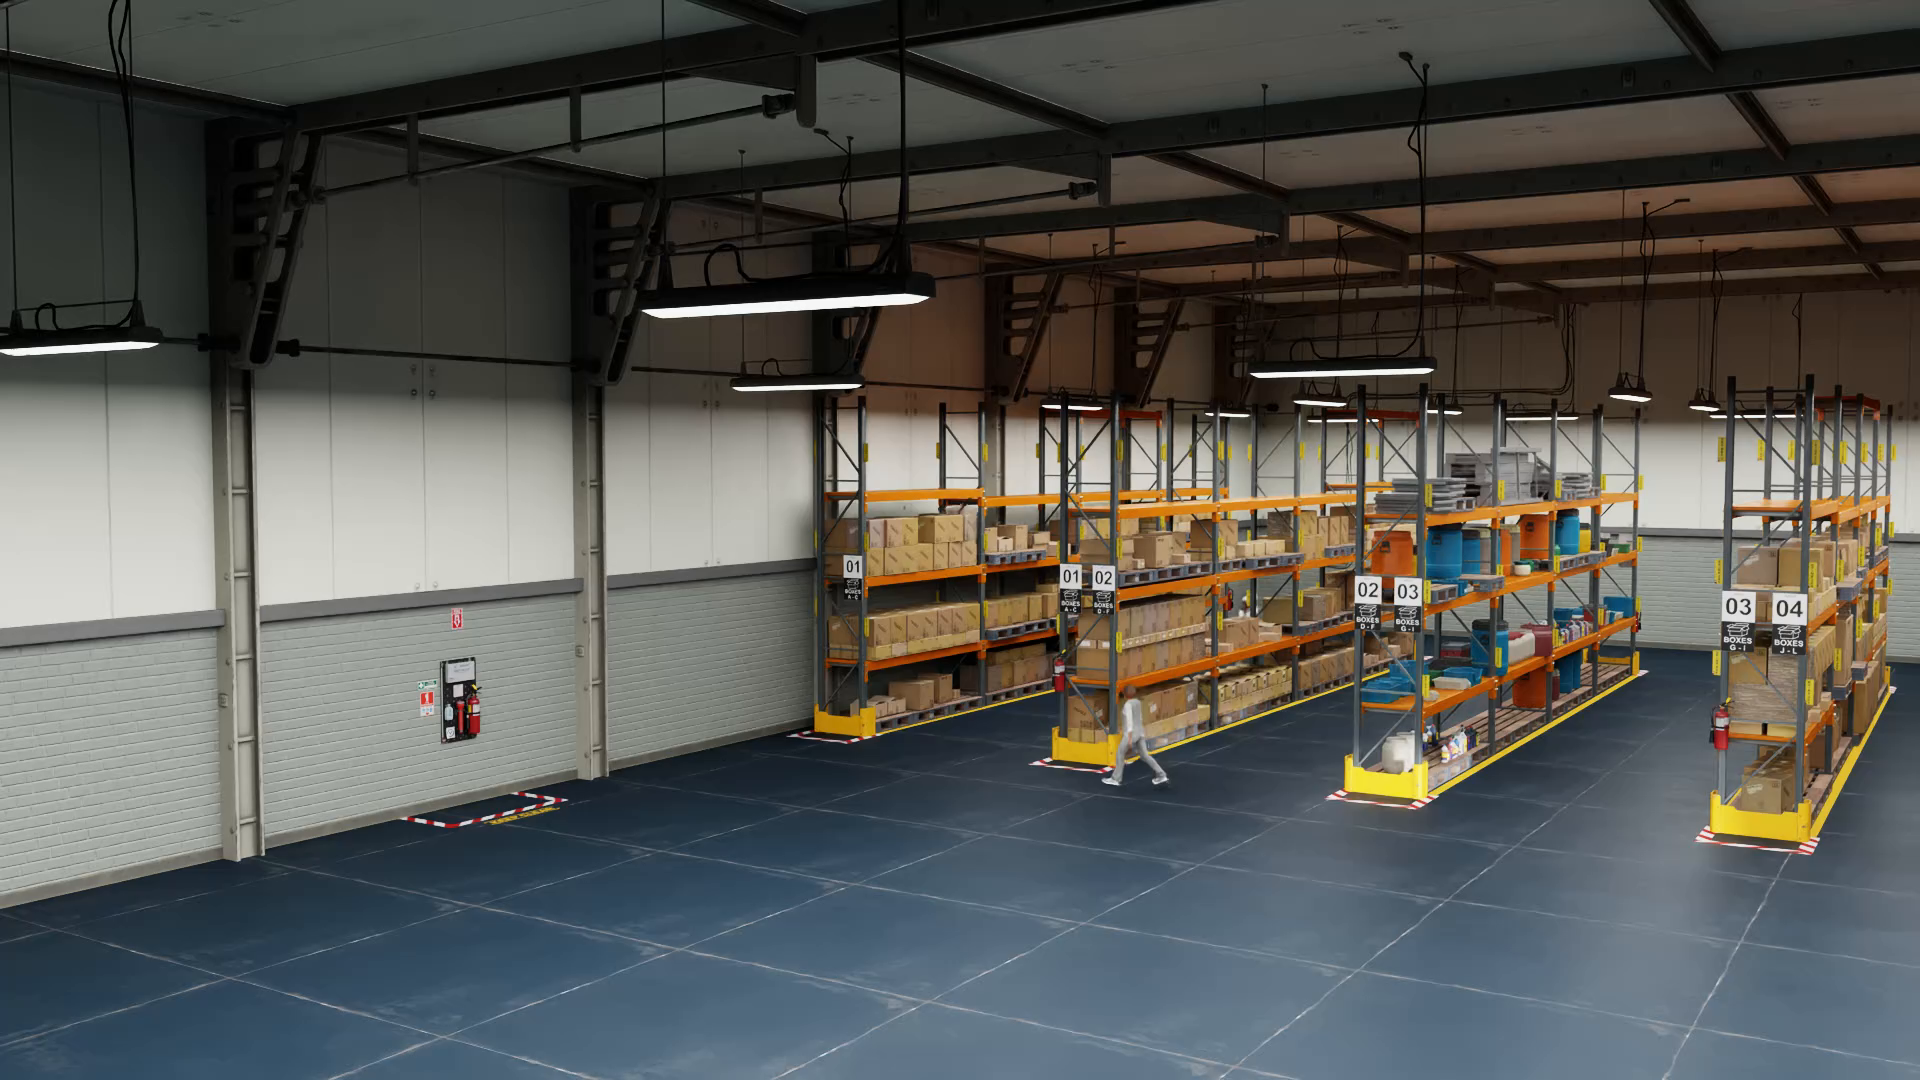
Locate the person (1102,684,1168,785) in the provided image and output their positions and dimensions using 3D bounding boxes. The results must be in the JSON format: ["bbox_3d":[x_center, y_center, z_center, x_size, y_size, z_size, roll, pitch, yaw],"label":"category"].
[{"bbox_3d":[2.630,2.922,24.874,1.010,1.535,0.423,2,4,35],"label":"person"}]

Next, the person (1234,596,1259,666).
[{"bbox_3d":[6.543,2.137,37.970,0.579,1.715,1.074,2,4,34],"label":"person"}]
